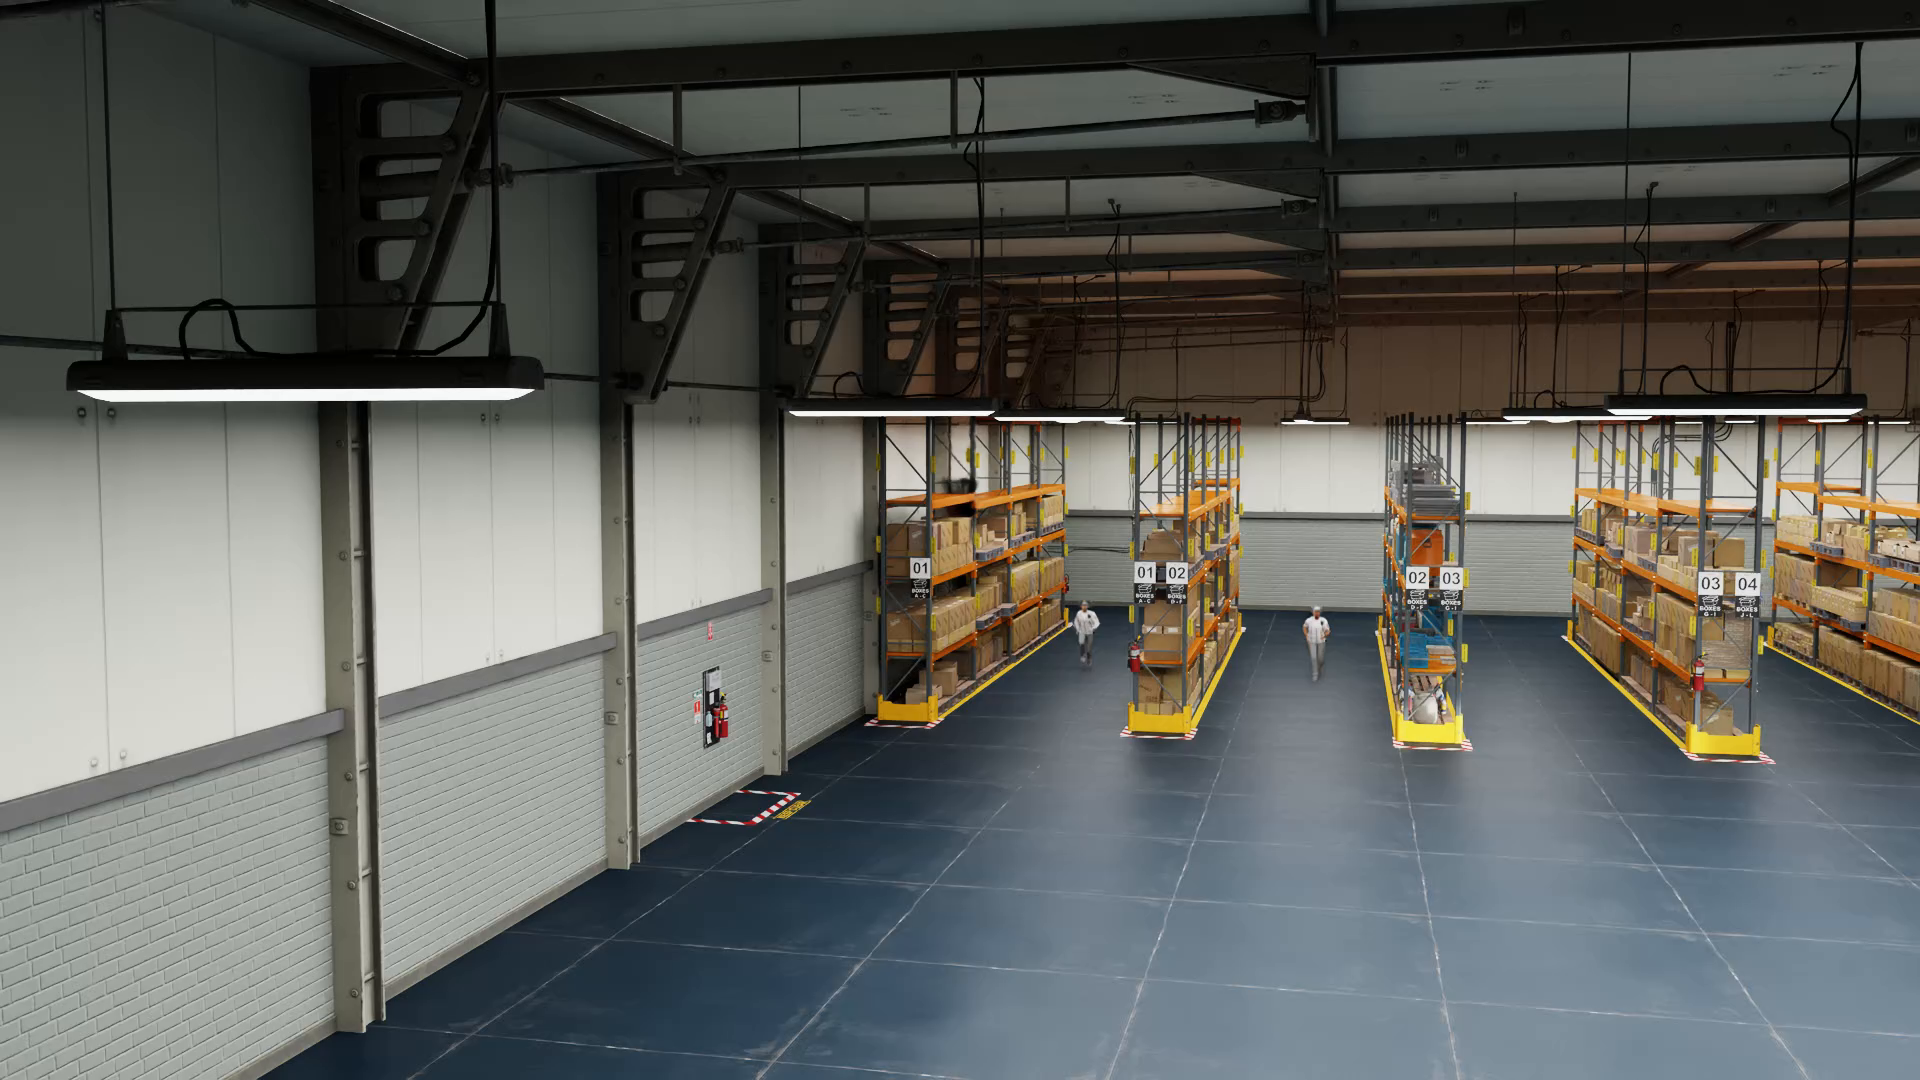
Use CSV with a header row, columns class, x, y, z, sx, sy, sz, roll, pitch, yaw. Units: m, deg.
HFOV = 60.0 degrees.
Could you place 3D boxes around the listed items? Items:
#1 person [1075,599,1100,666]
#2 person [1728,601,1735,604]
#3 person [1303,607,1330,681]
class,x,y,z,sx,sy,sz,roll,pitch,yaw
person,2.970,2.186,38.958,0.610,1.623,0.889,1,4,13
person,20.271,1.951,44.123,0.653,1.581,0.857,4,5,44
person,8.113,2.343,37.875,0.613,1.660,0.697,1,4,11
